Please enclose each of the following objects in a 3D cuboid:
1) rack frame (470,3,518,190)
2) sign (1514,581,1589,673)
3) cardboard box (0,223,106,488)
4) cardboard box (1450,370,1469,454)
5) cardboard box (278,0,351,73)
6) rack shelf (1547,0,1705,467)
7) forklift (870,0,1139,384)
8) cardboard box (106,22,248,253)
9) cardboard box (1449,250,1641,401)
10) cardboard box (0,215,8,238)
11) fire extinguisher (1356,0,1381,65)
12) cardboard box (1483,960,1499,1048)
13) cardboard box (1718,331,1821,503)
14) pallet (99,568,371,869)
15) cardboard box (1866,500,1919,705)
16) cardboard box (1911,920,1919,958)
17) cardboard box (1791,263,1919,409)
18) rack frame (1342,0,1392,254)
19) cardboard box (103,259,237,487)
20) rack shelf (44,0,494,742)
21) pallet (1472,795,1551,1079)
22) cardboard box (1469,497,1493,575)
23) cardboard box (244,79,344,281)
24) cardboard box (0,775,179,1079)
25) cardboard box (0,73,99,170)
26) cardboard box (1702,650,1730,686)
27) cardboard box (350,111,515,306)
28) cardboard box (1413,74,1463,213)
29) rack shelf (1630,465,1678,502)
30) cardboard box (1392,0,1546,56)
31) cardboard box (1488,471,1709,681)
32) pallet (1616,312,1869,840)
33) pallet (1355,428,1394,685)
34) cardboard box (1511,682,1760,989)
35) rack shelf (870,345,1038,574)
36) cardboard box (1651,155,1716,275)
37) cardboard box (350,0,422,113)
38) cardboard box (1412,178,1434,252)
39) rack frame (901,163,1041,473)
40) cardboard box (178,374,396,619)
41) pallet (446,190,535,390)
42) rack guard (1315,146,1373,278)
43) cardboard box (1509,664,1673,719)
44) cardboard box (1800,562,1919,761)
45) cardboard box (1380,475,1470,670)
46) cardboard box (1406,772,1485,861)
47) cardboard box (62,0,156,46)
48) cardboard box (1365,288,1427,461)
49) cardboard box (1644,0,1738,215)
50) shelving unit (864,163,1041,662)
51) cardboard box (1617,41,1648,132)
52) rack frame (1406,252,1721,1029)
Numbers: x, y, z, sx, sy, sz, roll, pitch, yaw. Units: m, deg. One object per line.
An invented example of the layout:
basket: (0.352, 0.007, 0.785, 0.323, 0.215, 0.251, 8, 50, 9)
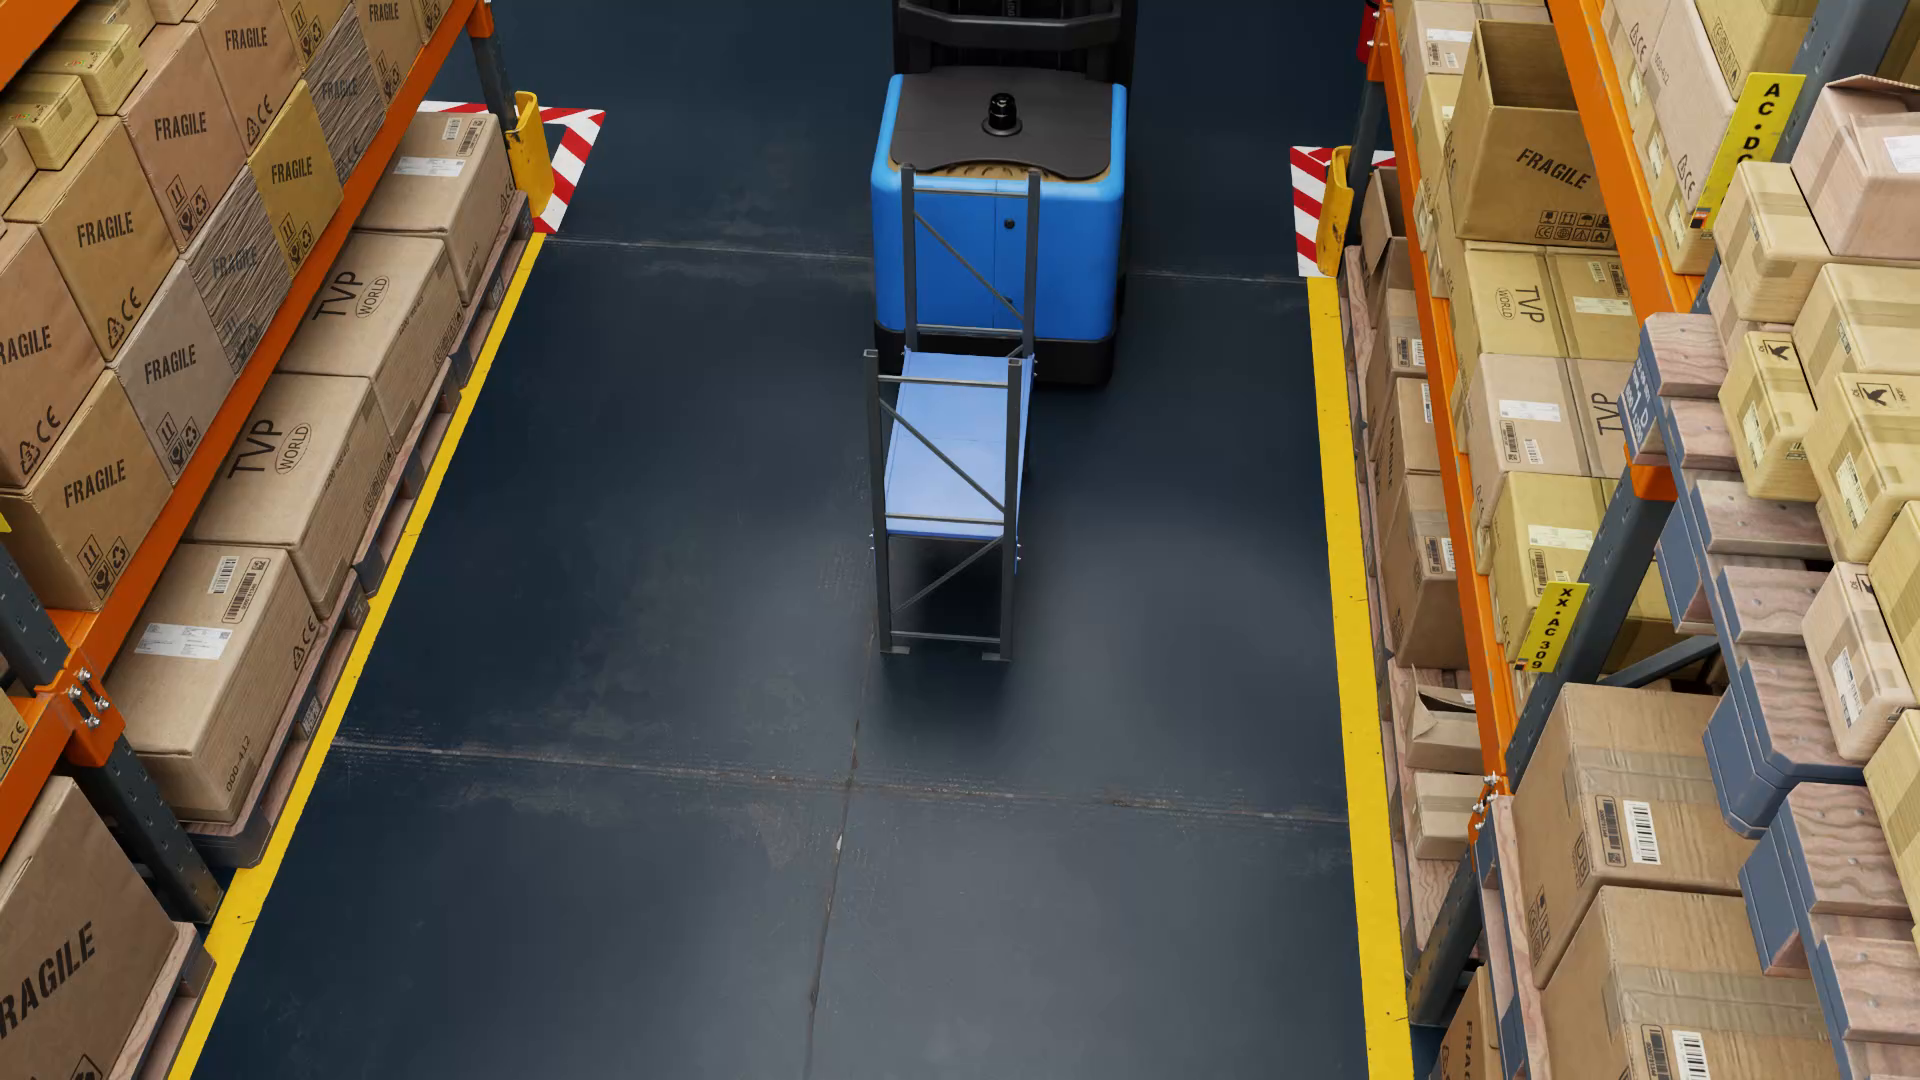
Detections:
rack frame: (-2.636, -2.739, 7.222, 1.000, 3.000, 0.127, 4, 48, 4)
sign: (1.402, 0.209, 3.940, 0.100, 0.325, 0.005, 4, 48, 4)
cardboard box: (-2.716, -0.504, 4.433, 0.500, 0.500, 0.500, 4, 48, 4)
cardboard box: (1.768, -0.401, 5.254, 0.380, 0.149, 0.250, 3, 48, 3)
cardboard box: (-2.510, -1.990, 5.792, 0.500, 0.500, 0.500, 4, 48, 3)
rack shelf: (2.125, -1.707, 4.734, 1.077, 0.370, 4.000, 4, 48, 4)
forklift: (0.262, -2.760, 7.288, 1.130, 2.935, 3.031, 3, 48, 3)
cardboard box: (-2.606, -1.250, 5.116, 0.500, 0.500, 0.500, 5, 48, 4)
cardboard box: (1.836, -0.643, 5.206, 0.500, 0.250, 0.500, 4, 48, 3)
cardboard box: (-2.706, -0.793, 4.258, 0.380, 0.149, 0.250, 5, 48, 4)
fire extinguisher: (1.860, -2.395, 7.213, 0.296, 0.674, 0.183, 4, 48, 4)
cardboard box: (1.645, 1.261, 4.534, 0.380, 0.149, 0.250, 6, 48, 5)
cardboard box: (1.461, -0.191, 2.677, 0.380, 0.149, 0.250, 4, 48, 4)
pallet: (-2.853, 0.588, 6.069, 1.003, 0.211, 1.213, 4, 48, 4)
cardboard box: (1.463, 0.094, 2.215, 0.380, 0.149, 0.250, 3, 48, 3)
cardboard box: (1.397, 0.558, 1.992, 0.380, 0.149, 0.250, 5, 48, 4)
cardboard box: (1.525, -0.281, 2.558, 0.380, 0.149, 0.250, 5, 48, 4)
rack frame: (2.307, -2.407, 6.919, 1.000, 3.000, 0.127, 4, 48, 4)
cardboard box: (-2.647, -0.530, 5.134, 0.500, 0.500, 0.500, 4, 48, 4)
rack shelf: (-2.818, -1.026, 6.143, 1.077, 0.370, 4.000, 4, 48, 4)
pallet: (1.761, 1.177, 3.771, 1.003, 0.211, 1.213, 4, 48, 4)
cardboard box: (1.722, -0.020, 4.906, 0.380, 0.149, 0.250, 5, 48, 5)
cardboard box: (-2.548, -1.273, 5.814, 0.500, 0.500, 0.500, 5, 48, 5)
cardboard box: (-2.977, 1.237, 4.741, 0.875, 0.875, 0.875, 5, 48, 5)
cardboard box: (-2.641, -1.162, 4.595, 0.380, 0.149, 0.250, 4, 48, 3)
cardboard box: (2.257, 0.136, 4.493, 0.500, 0.250, 0.500, 3, 48, 3)
cardboard box: (-2.597, -1.524, 7.563, 0.875, 0.438, 0.875, 2, 48, 2)
cardboard box: (1.909, -1.399, 5.897, 0.500, 0.250, 0.500, 3, 48, 3)
rack shelf: (1.760, 1.232, 2.045, 1.077, 0.370, 4.000, 4, 48, 4)
cardboard box: (1.998, -2.142, 6.576, 0.500, 0.250, 0.500, 4, 48, 4)
cardboard box: (1.746, 0.092, 4.534, 0.500, 0.250, 0.500, 5, 48, 5)
pallet: (1.813, 0.057, 2.759, 1.213, 0.211, 1.003, 4, 48, 4)
pallet: (2.115, 0.070, 6.544, 1.003, 0.211, 1.213, 4, 48, 4)
cardboard box: (1.676, 0.697, 3.728, 0.700, 0.500, 0.500, 5, 48, 5)
rack shelf: (-0.008, -0.322, 6.272, 0.538, 0.185, 1.000, 4, 48, 4)
cardboard box: (1.681, -0.680, 3.476, 0.380, 0.149, 0.250, 4, 48, 3)
cardboard box: (-2.477, -2.032, 6.508, 0.500, 0.500, 0.500, 3, 48, 3)
cardboard box: (1.837, -1.156, 5.945, 0.380, 0.149, 0.250, 3, 48, 2)
rack frame: (0.039, -0.817, 6.481, 0.500, 1.500, 0.032, 4, 48, 4)
cardboard box: (-2.756, -0.188, 6.341, 0.875, 0.438, 0.875, 3, 48, 2)
pallet: (-2.631, -1.205, 7.709, 1.003, 0.211, 1.213, 4, 48, 4)
rack guard: (2.300, -1.508, 7.790, 1.175, 0.500, 0.348, 4, 48, 4)
cardboard box: (1.720, 0.365, 4.553, 0.380, 0.149, 0.250, 4, 48, 4)
cardboard box: (1.428, 0.182, 2.336, 0.380, 0.149, 0.250, 4, 48, 4)
cardboard box: (1.946, 0.126, 6.011, 0.700, 0.500, 0.500, 2, 48, 2)
cardboard box: (1.701, 0.923, 5.520, 0.380, 0.149, 0.250, 3, 48, 2)
cardboard box: (-2.647, -1.546, 4.946, 0.380, 0.149, 0.250, 4, 48, 3)
cardboard box: (2.040, -0.637, 6.709, 0.700, 0.500, 0.500, 6, 48, 5)
cardboard box: (1.737, -0.902, 3.409, 0.500, 0.250, 0.500, 4, 48, 4)
shelving unit: (-0.008, -0.443, 6.139, 0.538, 1.500, 1.048, 4, 48, 4)
cardboard box: (1.740, -1.056, 3.821, 0.380, 0.149, 0.250, 5, 48, 5)
rack frame: (1.943, 0.532, 4.231, 1.000, 3.000, 0.127, 4, 48, 4)
